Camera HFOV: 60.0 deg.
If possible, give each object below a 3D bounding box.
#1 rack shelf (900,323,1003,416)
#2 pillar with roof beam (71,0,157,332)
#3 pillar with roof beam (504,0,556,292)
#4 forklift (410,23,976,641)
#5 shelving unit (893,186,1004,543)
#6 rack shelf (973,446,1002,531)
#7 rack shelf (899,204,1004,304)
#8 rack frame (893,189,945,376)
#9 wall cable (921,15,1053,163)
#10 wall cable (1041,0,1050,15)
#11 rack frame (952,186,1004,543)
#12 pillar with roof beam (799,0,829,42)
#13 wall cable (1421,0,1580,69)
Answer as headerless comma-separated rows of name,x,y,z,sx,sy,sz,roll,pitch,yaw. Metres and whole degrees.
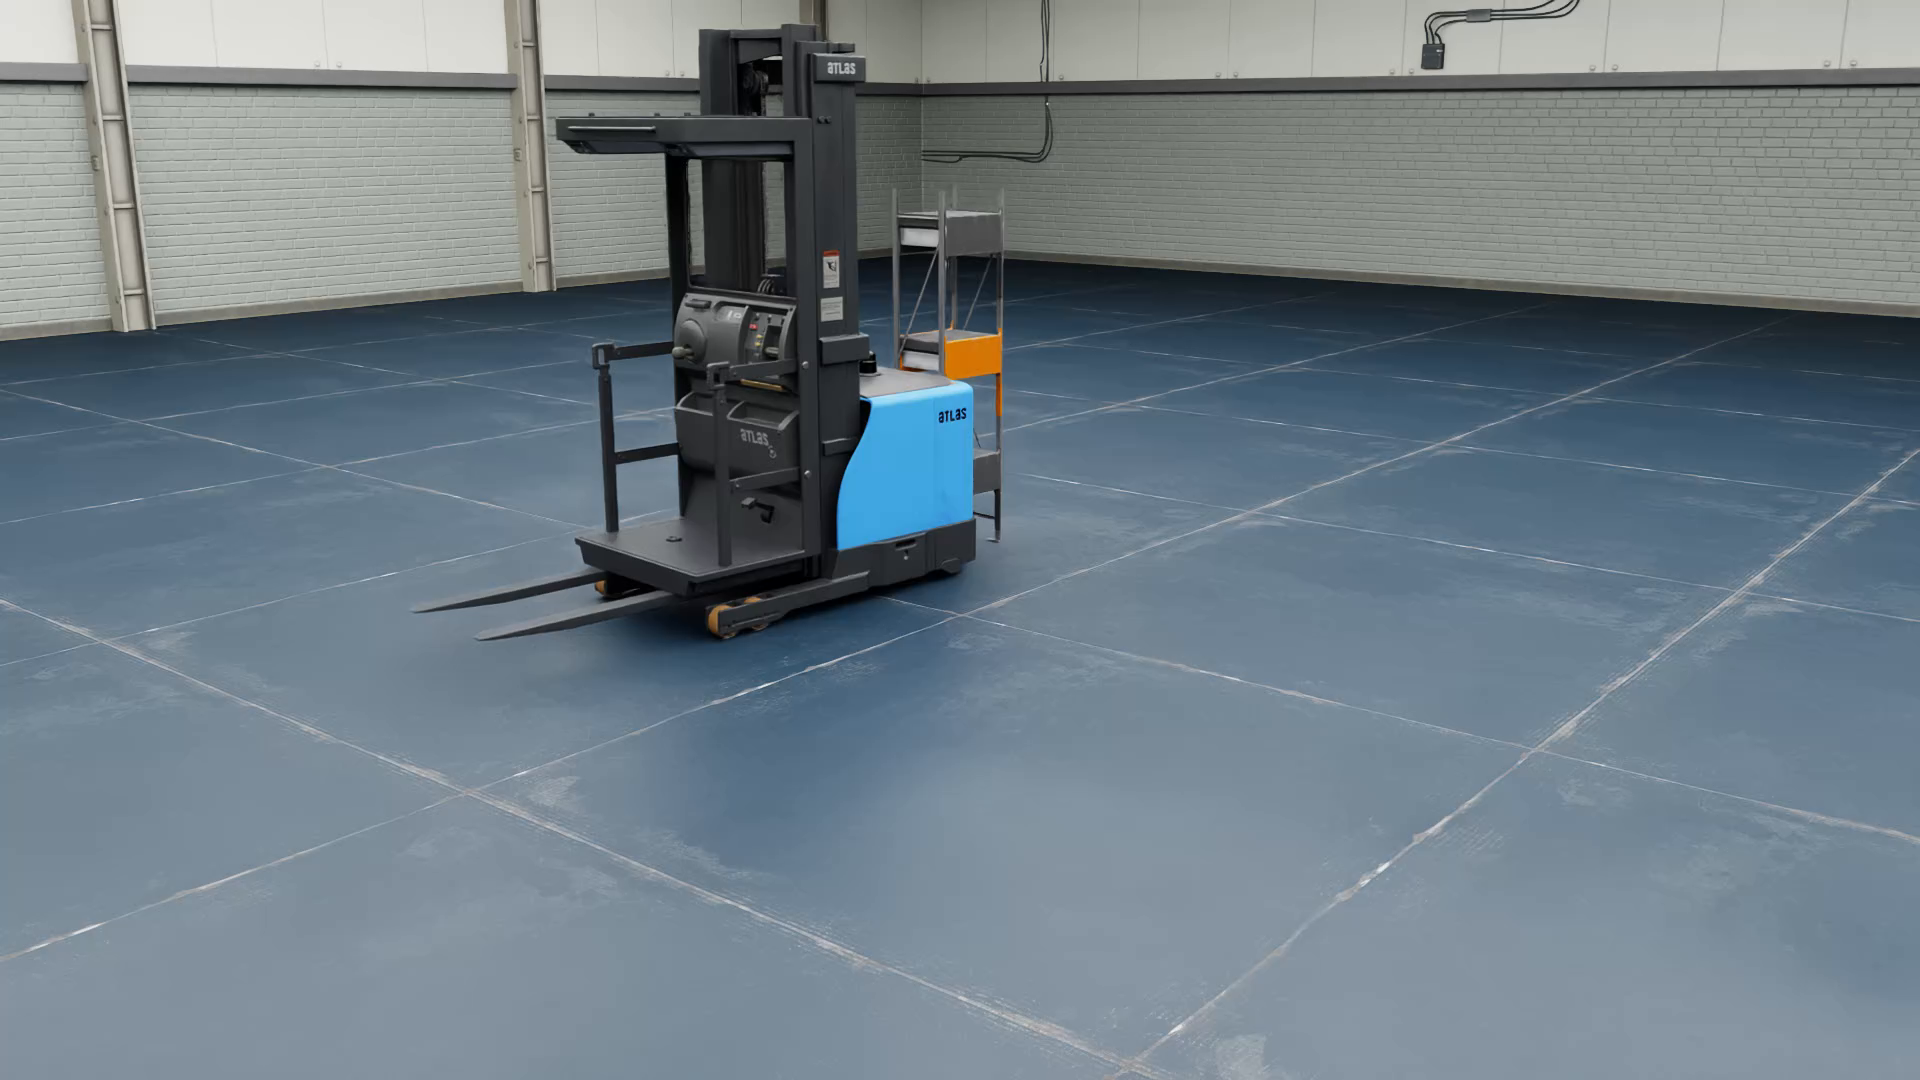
rack shelf,-0.068,-0.978,9.760,0.431,0.518,0.480,13,19,42
pillar with roof beam,-6.671,-6.251,16.453,9.100,9.000,0.400,11,18,38
pillar with roof beam,-2.900,-7.400,20.976,9.100,9.000,0.400,11,18,38
forklift,-1.311,-1.077,8.410,3.031,2.935,1.130,-14,20,-43
shelving unit,-0.068,-0.991,9.756,0.431,2.100,0.503,13,19,42
rack shelf,-0.069,-0.299,9.933,0.431,0.518,0.480,13,19,42
rack shelf,-0.067,-1.656,9.586,0.431,0.518,0.480,13,19,42
rack frame,-0.236,-0.947,9.585,0.400,2.100,0.015,13,19,42
wall cable,0.403,-8.070,29.919,3.097,2.526,0.112,11,18,38
wall cable,2.507,-10.099,27.649,3.097,2.526,0.112,11,18,38
rack frame,0.101,-1.034,9.927,0.400,2.100,0.015,13,19,42
pillar with roof beam,0.871,-8.549,25.499,9.100,9.000,0.400,11,18,38
wall cable,7.777,-9.751,23.323,2.305,6.003,0.169,11,18,38
